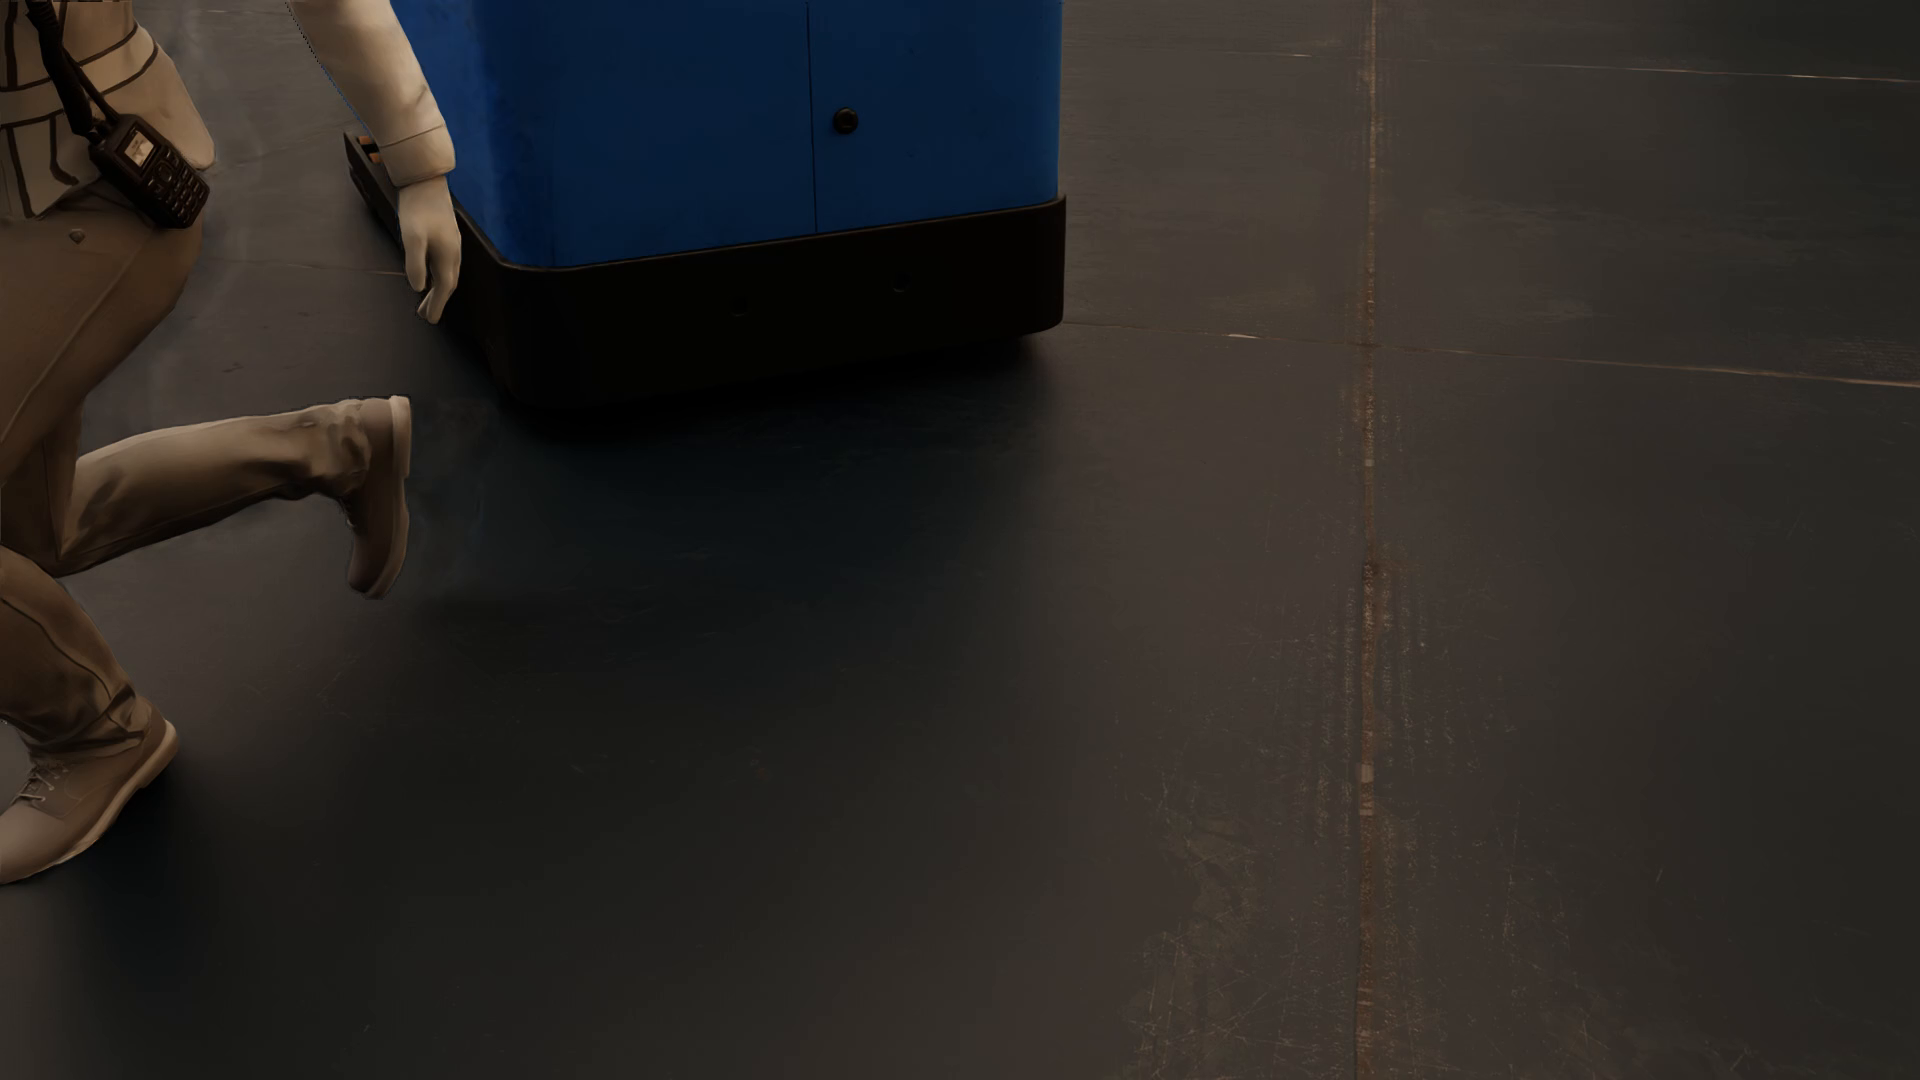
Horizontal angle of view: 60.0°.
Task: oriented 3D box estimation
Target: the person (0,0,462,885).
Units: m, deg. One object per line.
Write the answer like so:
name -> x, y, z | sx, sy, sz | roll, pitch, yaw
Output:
person -> -0.876, -0.365, 1.692 | 0.564, 1.437, 0.842 | 7, 28, 14

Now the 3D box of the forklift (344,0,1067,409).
forklift -> -0.897, -2.162, 3.532 | 1.130, 2.935, 3.031 | -12, 29, -23
